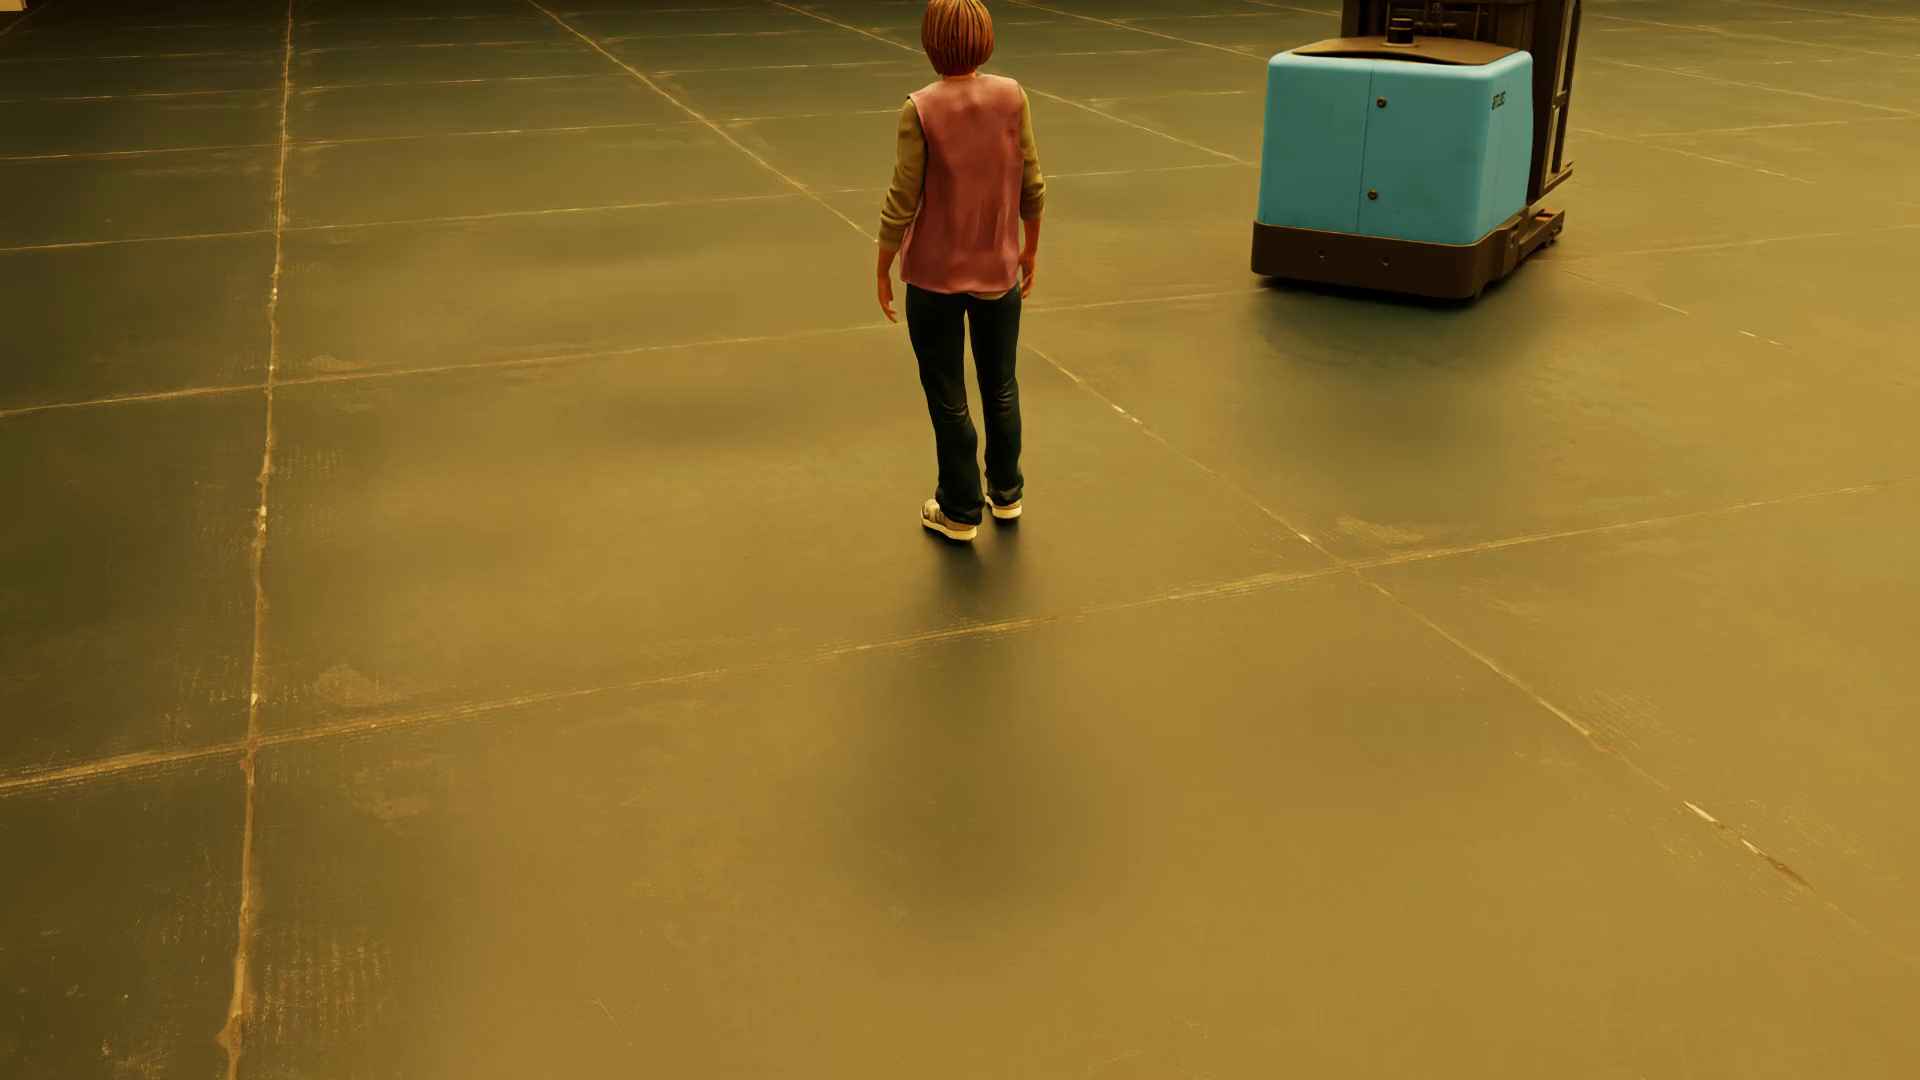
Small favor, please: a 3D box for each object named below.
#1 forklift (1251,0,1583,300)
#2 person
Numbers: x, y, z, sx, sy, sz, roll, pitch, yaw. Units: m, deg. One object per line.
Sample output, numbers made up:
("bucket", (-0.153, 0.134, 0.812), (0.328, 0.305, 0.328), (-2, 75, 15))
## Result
("forklift", (2.572, -2.961, 8.340), (1.130, 2.935, 3.031), (13, 26, 28))
("person", (-0.012, -0.772, 4.836), (0.520, 1.599, 0.473), (-8, 24, -18))
